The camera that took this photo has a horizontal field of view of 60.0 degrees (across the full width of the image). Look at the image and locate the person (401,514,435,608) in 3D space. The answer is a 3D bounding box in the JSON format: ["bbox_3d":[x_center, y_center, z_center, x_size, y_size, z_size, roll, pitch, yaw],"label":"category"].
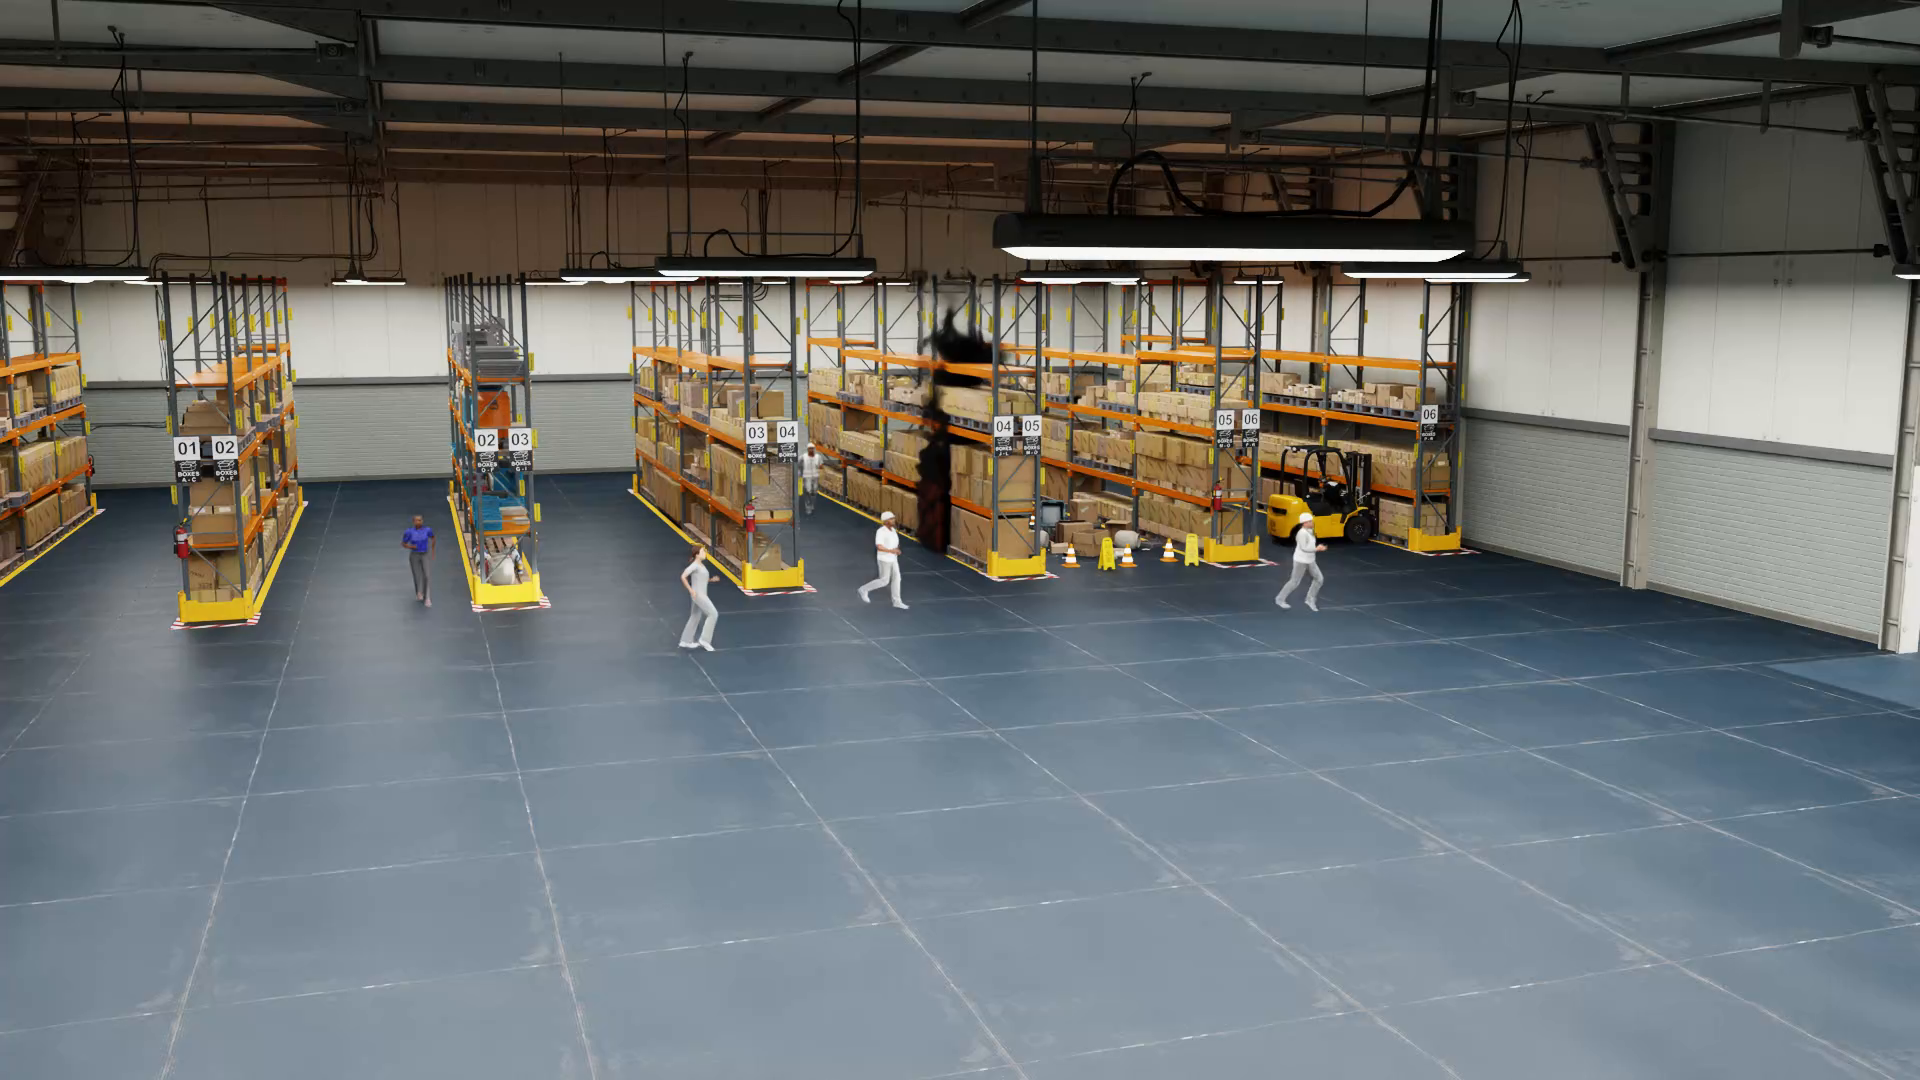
[{"bbox_3d":[-9.858,0.357,30.330,0.603,1.687,0.875,-3,9,-20],"label":"person"}]

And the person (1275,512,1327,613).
[{"bbox_3d":[6.109,0.401,29.609,0.887,1.809,0.662,5,10,30],"label":"person"}]

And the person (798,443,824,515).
[{"bbox_3d":[-3.813,-1.567,42.551,0.657,1.832,0.758,-3,9,-20],"label":"person"}]

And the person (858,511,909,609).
[{"bbox_3d":[-1.354,0.356,29.956,0.927,1.766,0.709,3,9,19],"label":"person"}]

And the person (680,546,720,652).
[{"bbox_3d":[-4.125,0.932,26.383,0.667,1.704,0.546,-1,9,-4],"label":"person"}]
